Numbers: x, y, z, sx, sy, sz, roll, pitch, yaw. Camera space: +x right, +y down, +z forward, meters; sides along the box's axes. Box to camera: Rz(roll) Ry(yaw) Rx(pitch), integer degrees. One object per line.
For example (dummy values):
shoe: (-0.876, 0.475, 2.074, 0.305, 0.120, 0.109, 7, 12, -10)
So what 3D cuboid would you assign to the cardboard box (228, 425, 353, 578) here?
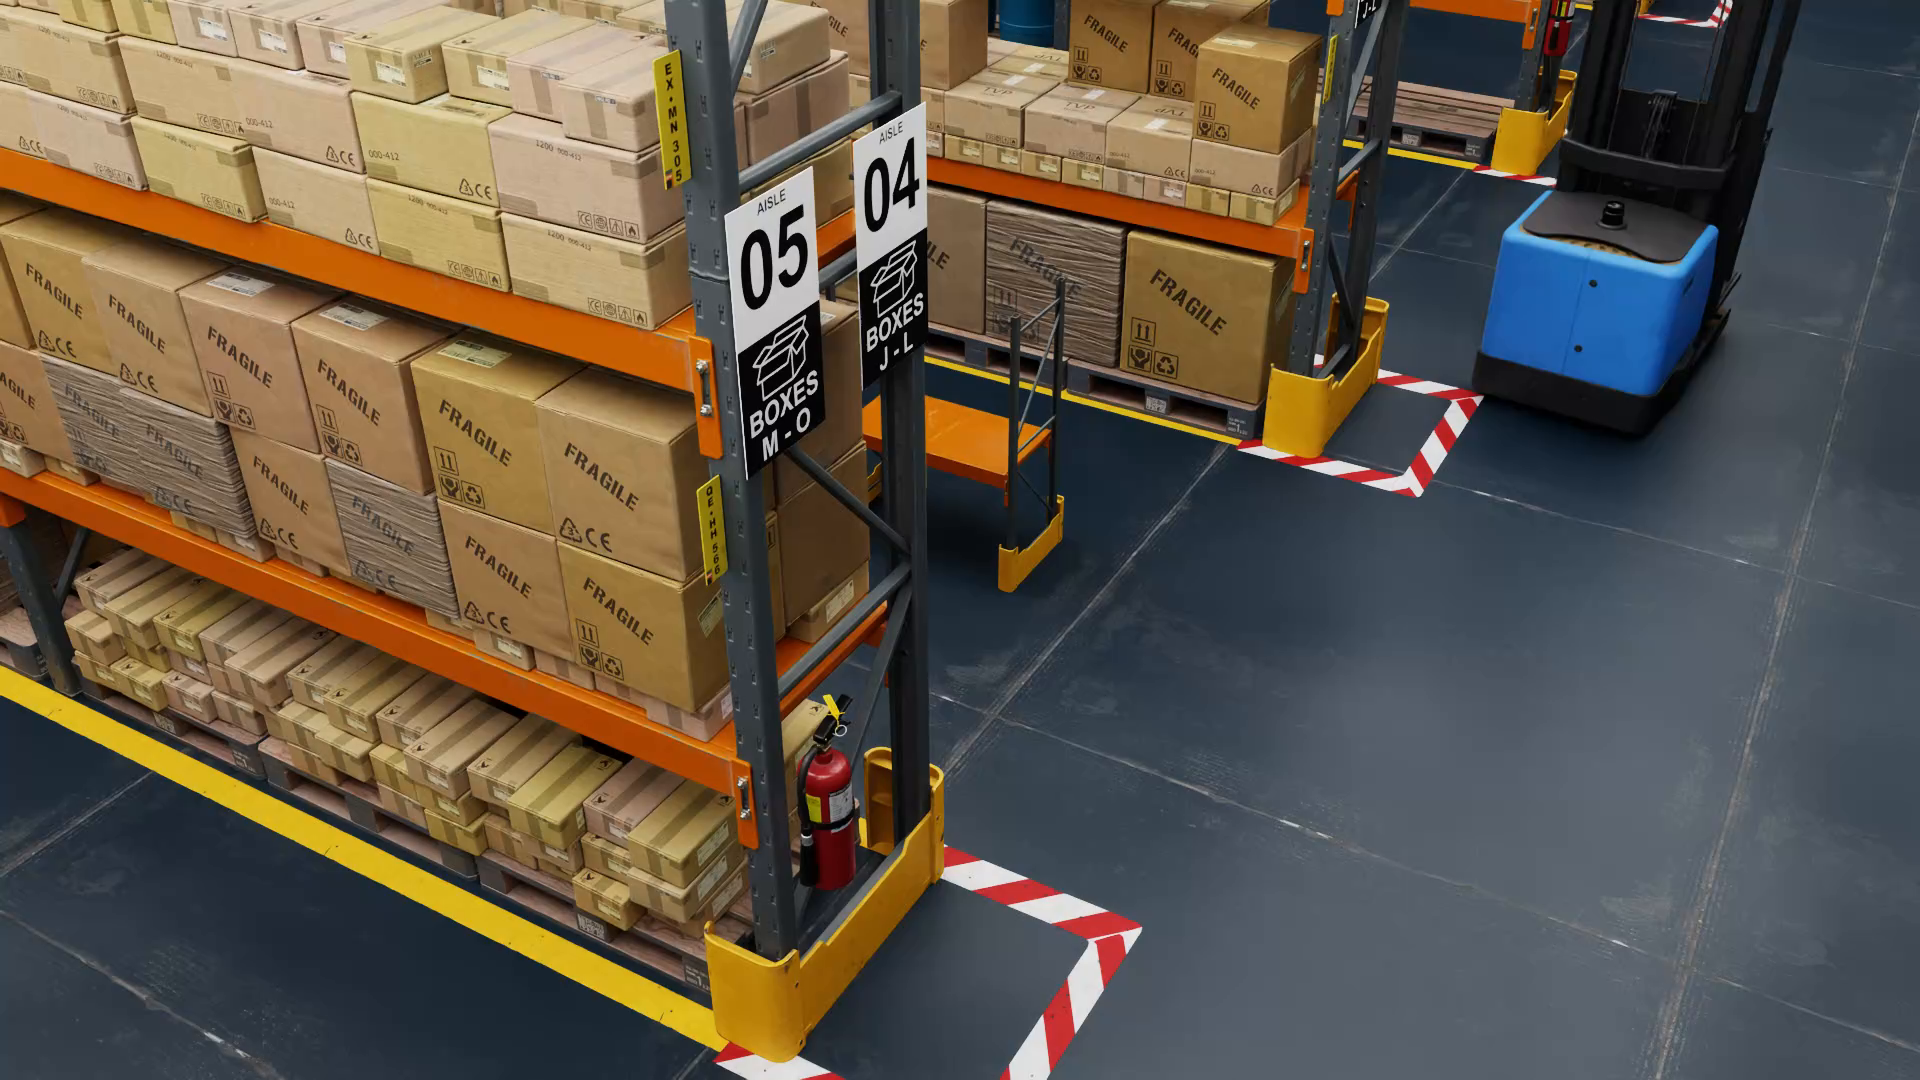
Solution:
cardboard box: (-2.249, -0.260, 6.075, 0.500, 0.500, 0.500, 20, 38, 27)

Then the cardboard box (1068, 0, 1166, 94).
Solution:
cardboard box: (0.966, -2.945, 9.656, 0.500, 0.500, 0.500, 17, 37, 23)

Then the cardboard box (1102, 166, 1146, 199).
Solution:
cardboard box: (1.002, -2.077, 9.389, 0.250, 0.149, 0.380, 18, 38, 25)

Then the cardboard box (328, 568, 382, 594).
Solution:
cardboard box: (-2.150, 0.016, 6.247, 0.250, 0.149, 0.380, 18, 38, 25)

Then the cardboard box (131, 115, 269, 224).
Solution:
cardboard box: (-2.282, -1.274, 5.385, 0.500, 0.250, 0.500, 19, 38, 26)

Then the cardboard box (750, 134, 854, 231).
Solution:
cardboard box: (-0.676, -1.106, 5.133, 0.500, 0.250, 0.500, 19, 38, 26)

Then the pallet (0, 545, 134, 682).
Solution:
pallet: (-4.563, 0.174, 8.298, 1.213, 0.211, 1.003, 18, 37, 24)

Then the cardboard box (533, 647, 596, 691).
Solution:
cardboard box: (-1.259, 0.329, 5.776, 0.250, 0.149, 0.380, 17, 37, 24)

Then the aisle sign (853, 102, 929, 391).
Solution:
aisle sign: (-0.201, -0.880, 5.019, 0.004, 0.787, 0.394, 18, 37, 24)

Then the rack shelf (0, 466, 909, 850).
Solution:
rack shelf: (-2.150, 0.076, 6.579, 4.000, 0.370, 1.077, 18, 37, 24)

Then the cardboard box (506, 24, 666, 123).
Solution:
cardboard box: (-1.024, -1.288, 4.596, 0.250, 0.149, 0.380, 18, 38, 25)

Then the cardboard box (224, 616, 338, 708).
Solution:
cardboard box: (-2.818, 0.505, 6.941, 0.250, 0.149, 0.380, 18, 38, 25)

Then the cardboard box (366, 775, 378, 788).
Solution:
cardboard box: (-2.317, 0.866, 6.937, 0.250, 0.149, 0.380, 19, 38, 26)

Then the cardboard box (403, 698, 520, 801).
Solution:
cardboard box: (-1.931, 0.812, 6.481, 0.250, 0.149, 0.380, 19, 38, 26)

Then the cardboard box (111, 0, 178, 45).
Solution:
cardboard box: (-2.403, -1.687, 5.195, 0.250, 0.149, 0.380, 16, 37, 23)

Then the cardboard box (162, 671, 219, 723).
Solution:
cardboard box: (-3.257, 0.610, 7.321, 0.250, 0.149, 0.380, 17, 37, 24)

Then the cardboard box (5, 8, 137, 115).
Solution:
cardboard box: (-2.727, -1.635, 5.478, 0.500, 0.250, 0.500, 18, 38, 25)

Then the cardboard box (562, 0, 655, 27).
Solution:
cardboard box: (-0.993, -1.621, 5.096, 0.250, 0.149, 0.380, 18, 37, 24)

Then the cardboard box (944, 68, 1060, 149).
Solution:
cardboard box: (0.247, -2.520, 9.695, 0.500, 0.250, 0.500, 18, 38, 24)

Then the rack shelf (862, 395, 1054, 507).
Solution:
rack shelf: (-0.074, -0.498, 8.469, 1.000, 0.185, 0.538, 18, 37, 24)

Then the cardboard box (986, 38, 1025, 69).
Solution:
cardboard box: (0.070, -2.917, 10.292, 0.500, 0.250, 0.500, 18, 38, 25)

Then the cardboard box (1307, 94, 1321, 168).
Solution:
cardboard box: (1.853, -2.356, 9.448, 0.500, 0.250, 0.500, 17, 37, 23)

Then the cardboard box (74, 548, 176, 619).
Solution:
cardboard box: (-3.690, 0.185, 7.422, 0.250, 0.149, 0.380, 19, 38, 26)

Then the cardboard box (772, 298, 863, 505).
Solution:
cardboard box: (-0.671, -0.506, 5.543, 0.500, 0.500, 0.500, 17, 37, 24)

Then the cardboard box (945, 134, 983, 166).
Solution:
cardboard box: (0.108, -2.359, 9.812, 0.250, 0.149, 0.380, 16, 37, 23)

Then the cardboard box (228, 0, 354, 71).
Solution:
cardboard box: (-1.944, -1.551, 4.991, 0.250, 0.149, 0.380, 18, 38, 25)

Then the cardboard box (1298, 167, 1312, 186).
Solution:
cardboard box: (1.991, -2.184, 9.550, 0.250, 0.149, 0.380, 18, 38, 25)

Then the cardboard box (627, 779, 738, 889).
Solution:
cardboard box: (-0.999, 1.067, 6.098, 0.250, 0.149, 0.380, 18, 38, 25)

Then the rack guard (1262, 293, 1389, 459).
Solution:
rack guard: (2.156, -0.985, 9.779, 0.348, 0.500, 1.175, 18, 37, 24)

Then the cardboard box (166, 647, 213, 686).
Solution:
cardboard box: (-3.237, 0.444, 7.301, 0.250, 0.149, 0.380, 17, 37, 24)

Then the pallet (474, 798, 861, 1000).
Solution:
pallet: (-1.167, 1.226, 6.718, 1.213, 0.211, 1.003, 18, 37, 24)

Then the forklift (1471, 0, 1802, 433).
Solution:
forklift: (4.323, -2.605, 10.018, 1.130, 2.935, 3.031, 21, 39, 28)

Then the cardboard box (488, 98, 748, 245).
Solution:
cardboard box: (-0.940, -1.072, 4.631, 0.500, 0.250, 0.500, 16, 37, 23)

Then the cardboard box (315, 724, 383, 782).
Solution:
cardboard box: (-2.388, 0.787, 6.787, 0.250, 0.149, 0.380, 18, 38, 25)

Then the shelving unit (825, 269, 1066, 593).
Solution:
shelving unit: (-0.066, -0.645, 8.366, 1.083, 1.500, 0.587, 18, 37, 24)

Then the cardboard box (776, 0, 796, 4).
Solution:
cardboard box: (-1.049, -3.251, 10.116, 0.500, 0.500, 0.500, 18, 37, 24)

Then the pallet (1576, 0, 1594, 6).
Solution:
pallet: (6.295, -5.877, 17.386, 1.213, 0.211, 1.003, 18, 37, 24)

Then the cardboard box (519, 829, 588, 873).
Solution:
cardboard box: (-1.465, 1.065, 6.370, 0.250, 0.149, 0.380, 16, 37, 23)

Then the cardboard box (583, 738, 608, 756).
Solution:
cardboard box: (-1.364, 0.820, 7.006, 0.250, 0.149, 0.380, 18, 38, 25)

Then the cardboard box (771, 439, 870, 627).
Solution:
cardboard box: (-0.666, -0.095, 5.828, 0.500, 0.500, 0.500, 19, 38, 27)

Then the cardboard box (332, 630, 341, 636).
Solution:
cardboard box: (-2.573, 0.359, 7.430, 0.250, 0.149, 0.380, 19, 38, 26)

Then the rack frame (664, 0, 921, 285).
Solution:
rack frame: (-0.413, -2.170, 3.890, 0.127, 3.000, 1.000, 18, 37, 24)

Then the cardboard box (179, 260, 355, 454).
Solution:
cardboard box: (-2.291, -0.683, 5.809, 0.500, 0.500, 0.500, 16, 37, 23)

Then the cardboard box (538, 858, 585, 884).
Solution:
cardboard box: (-1.434, 1.158, 6.498, 0.250, 0.149, 0.380, 17, 37, 24)

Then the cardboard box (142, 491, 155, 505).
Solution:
cardboard box: (-3.051, -0.273, 6.680, 0.250, 0.149, 0.380, 16, 37, 22)

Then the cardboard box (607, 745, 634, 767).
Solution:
cardboard box: (-1.207, 0.820, 6.737, 0.250, 0.149, 0.380, 18, 38, 25)

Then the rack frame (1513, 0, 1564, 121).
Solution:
rack frame: (4.593, -4.416, 12.675, 0.127, 3.000, 1.000, 18, 37, 24)

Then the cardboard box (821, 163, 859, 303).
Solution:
cardboard box: (-0.804, -2.203, 10.890, 0.875, 0.875, 0.875, 18, 37, 24)
